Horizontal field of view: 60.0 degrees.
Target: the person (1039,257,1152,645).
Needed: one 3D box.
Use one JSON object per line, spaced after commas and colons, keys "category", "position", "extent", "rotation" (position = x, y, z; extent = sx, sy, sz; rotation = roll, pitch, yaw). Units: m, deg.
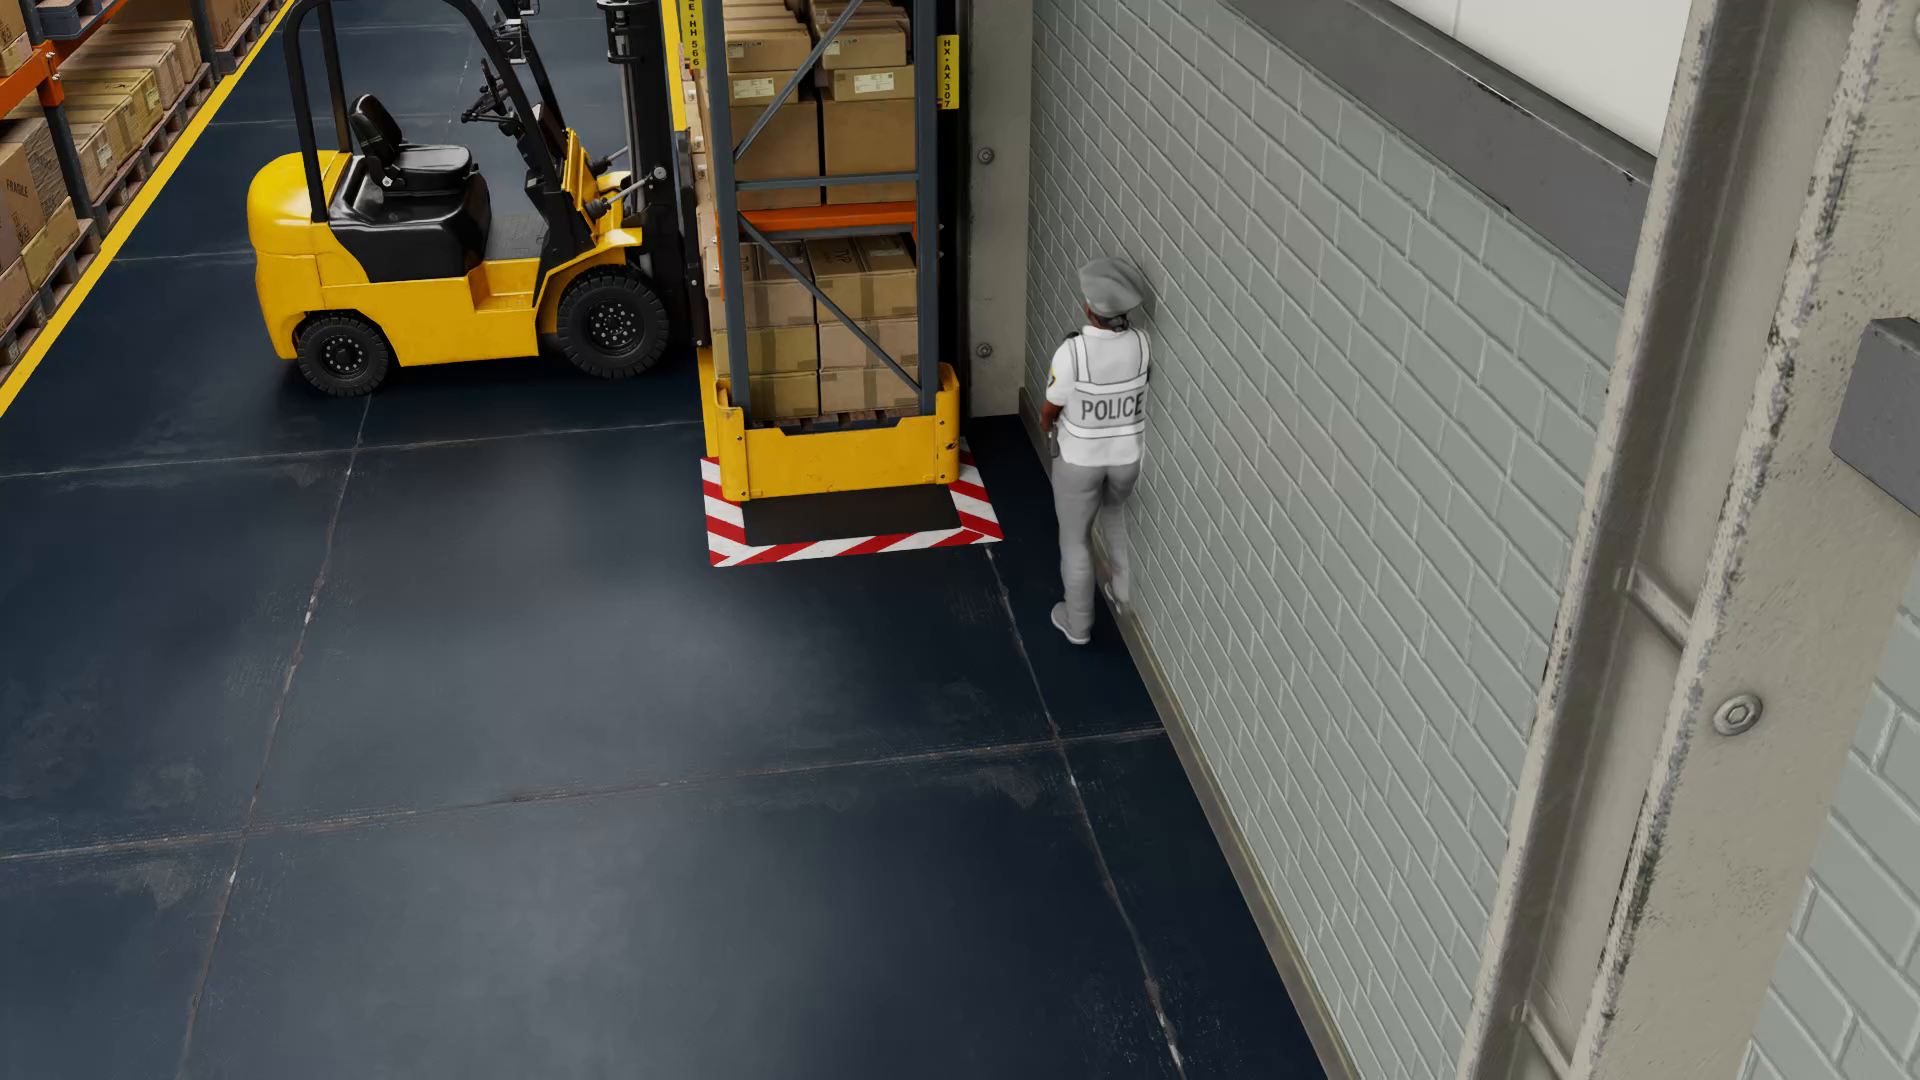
{"category": "person", "position": [0.542, -0.369, 6.708], "extent": [0.489, 1.699, 0.526], "rotation": [-9, 32, -14]}
